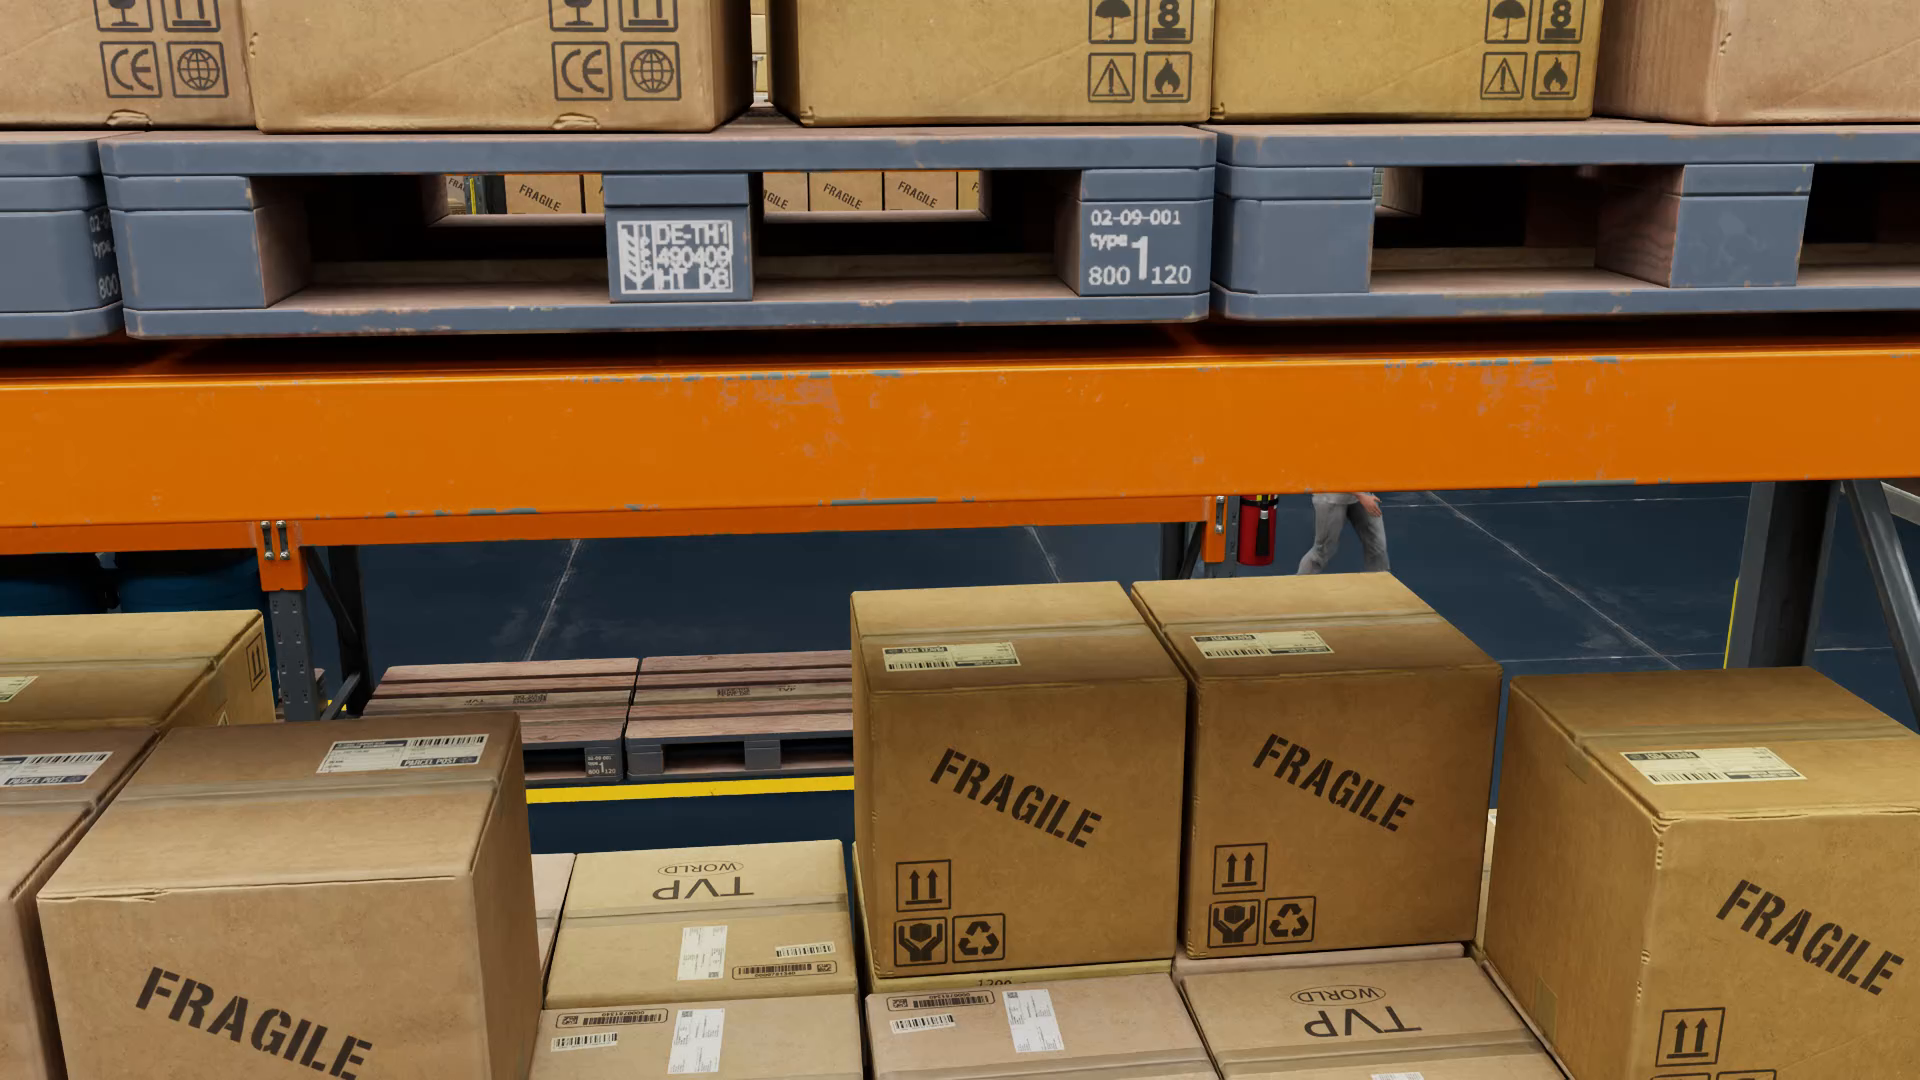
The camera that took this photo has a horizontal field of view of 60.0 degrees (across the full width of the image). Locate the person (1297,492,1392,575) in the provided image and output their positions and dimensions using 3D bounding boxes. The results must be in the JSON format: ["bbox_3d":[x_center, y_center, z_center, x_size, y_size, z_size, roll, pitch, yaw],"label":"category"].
[{"bbox_3d":[2.129,-0.232,8.899,0.793,1.557,0.481,15,22,40],"label":"person"}]
